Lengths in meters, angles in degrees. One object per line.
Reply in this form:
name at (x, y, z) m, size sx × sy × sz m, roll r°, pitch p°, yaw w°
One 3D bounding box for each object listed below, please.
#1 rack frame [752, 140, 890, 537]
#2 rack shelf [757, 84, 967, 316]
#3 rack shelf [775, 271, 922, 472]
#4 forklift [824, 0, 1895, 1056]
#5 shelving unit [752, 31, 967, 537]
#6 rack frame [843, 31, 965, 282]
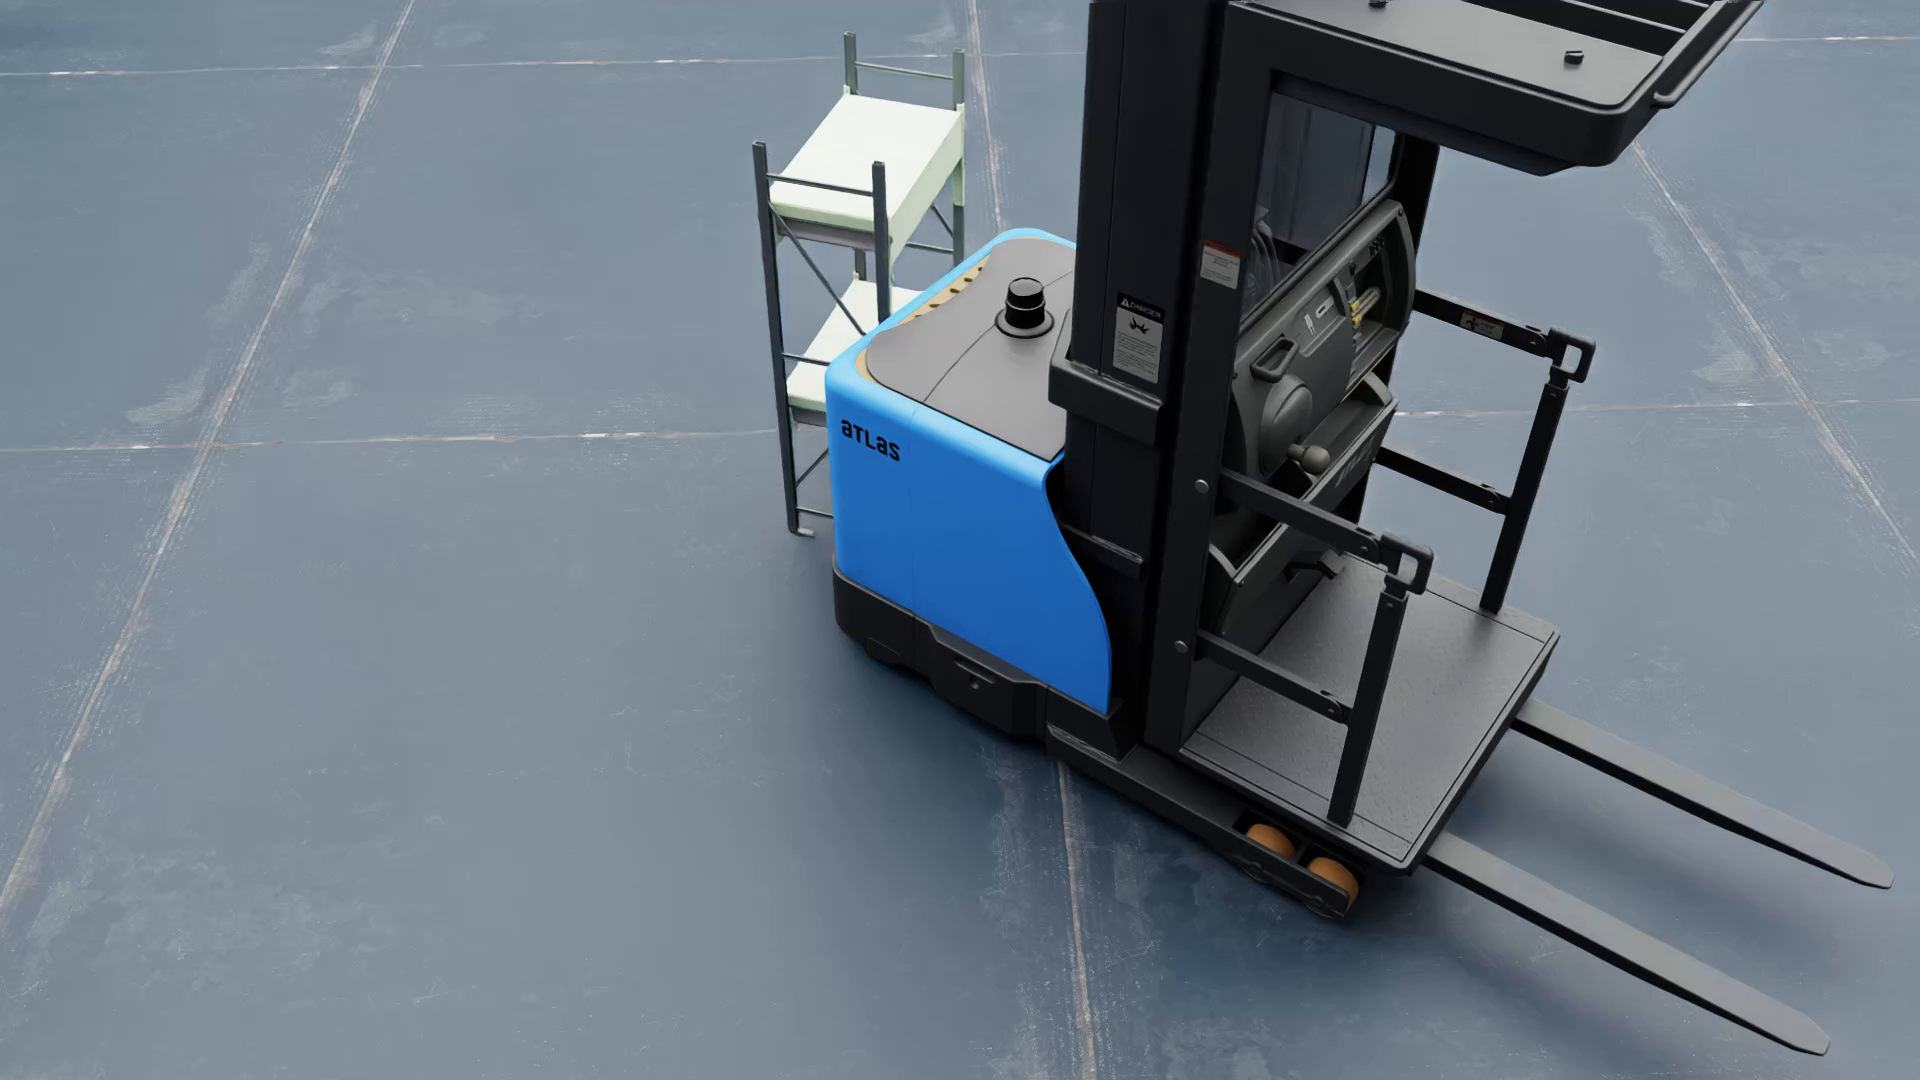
rack frame at (-0.404, -0.549, 5.239) m, size 0.400 × 1.500 × 0.023 m, roll 12°, pitch 44°, yaw 13°
rack shelf at (-0.291, -1.072, 5.232) m, size 0.431 × 0.370 × 0.720 m, roll 12°, pitch 44°, yaw 13°
rack shelf at (-0.291, -0.544, 5.716) m, size 0.431 × 0.370 × 0.720 m, roll 12°, pitch 44°, yaw 13°
forklift at (1.085, -0.448, 4.070) m, size 3.031 × 2.935 × 1.130 m, roll 26°, pitch 49°, yaw 26°
shelving unit at (-0.291, -0.784, 5.495) m, size 0.431 × 1.500 × 0.755 m, roll 12°, pitch 44°, yaw 13°
rack frame at (-0.178, -1.019, 5.752) m, size 0.400 × 1.500 × 0.023 m, roll 12°, pitch 44°, yaw 13°
